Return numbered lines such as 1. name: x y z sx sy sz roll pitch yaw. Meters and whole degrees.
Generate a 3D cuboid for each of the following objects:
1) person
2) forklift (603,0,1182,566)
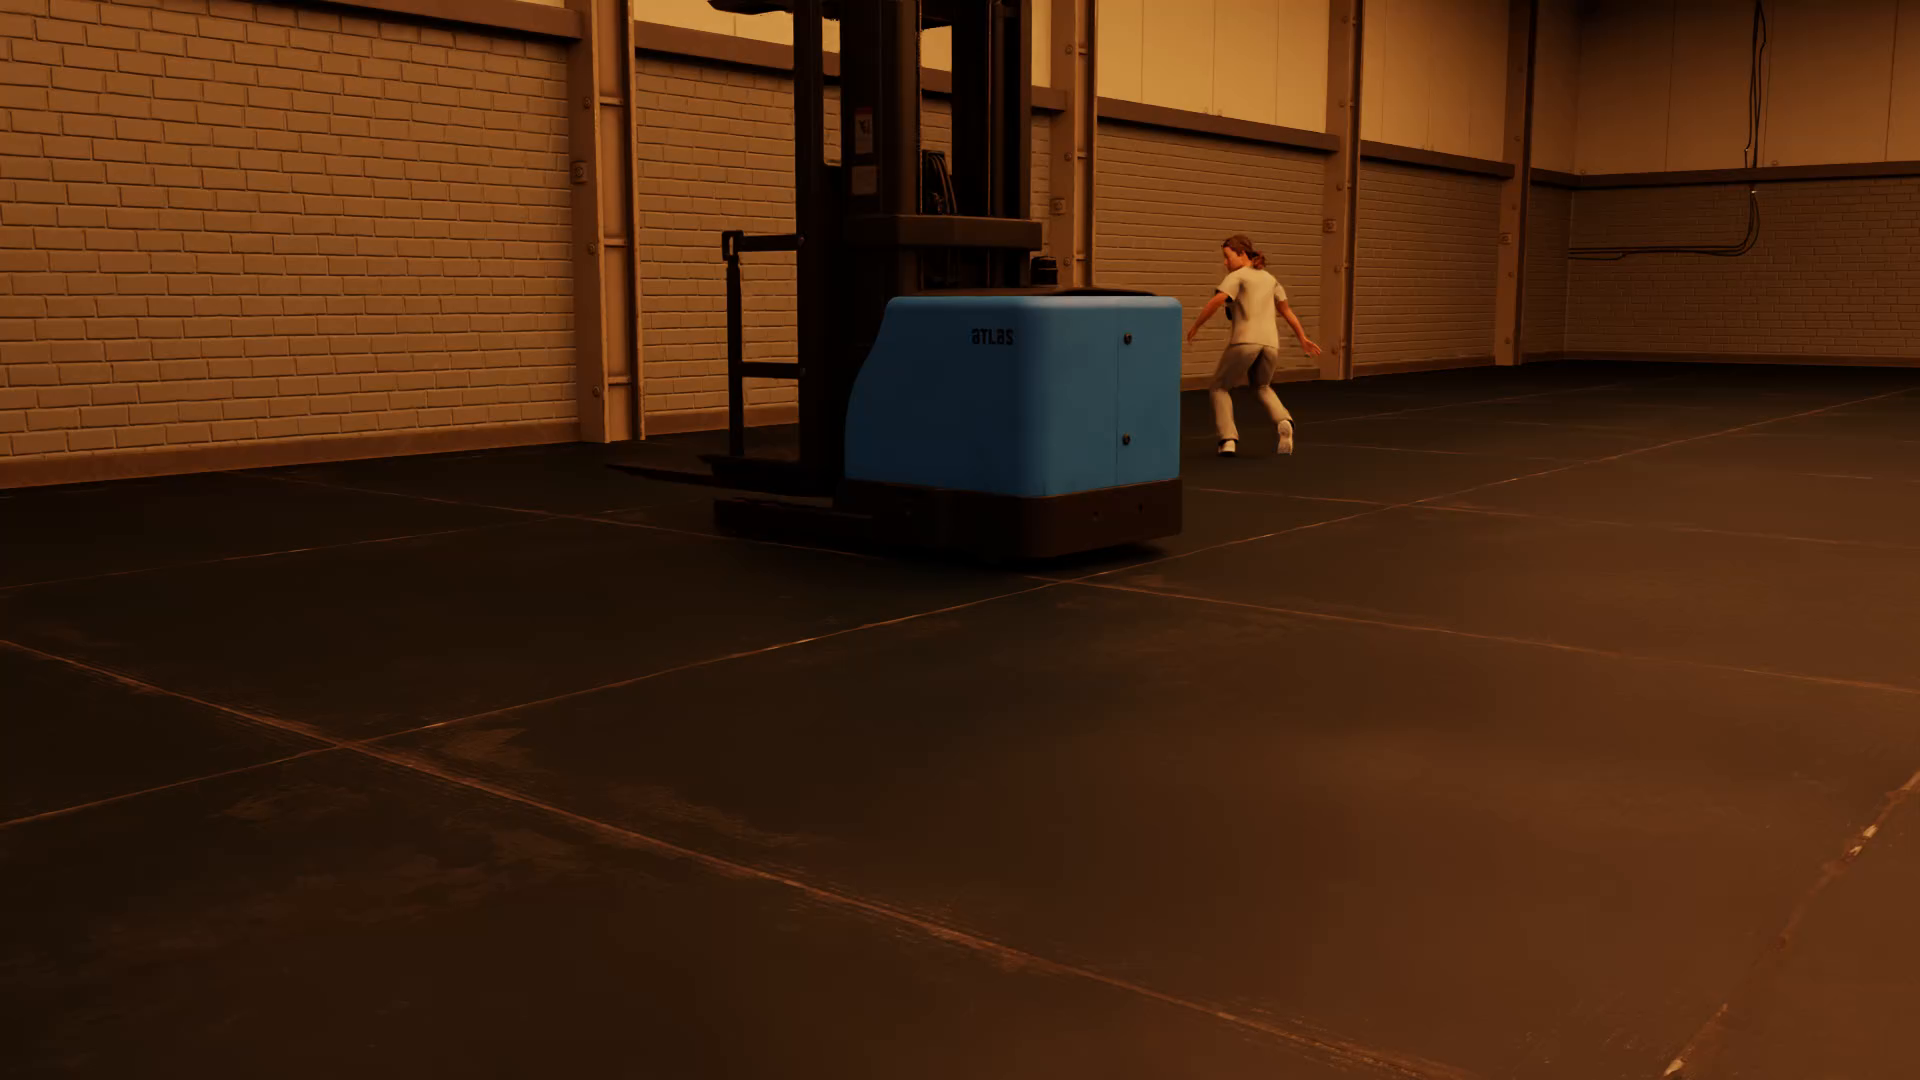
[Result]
1. person: 2.026 -1.319 11.417 0.877 1.537 0.471 -4 9 -24
2. forklift: -0.483 -1.504 7.561 3.031 2.935 1.130 7 11 42
